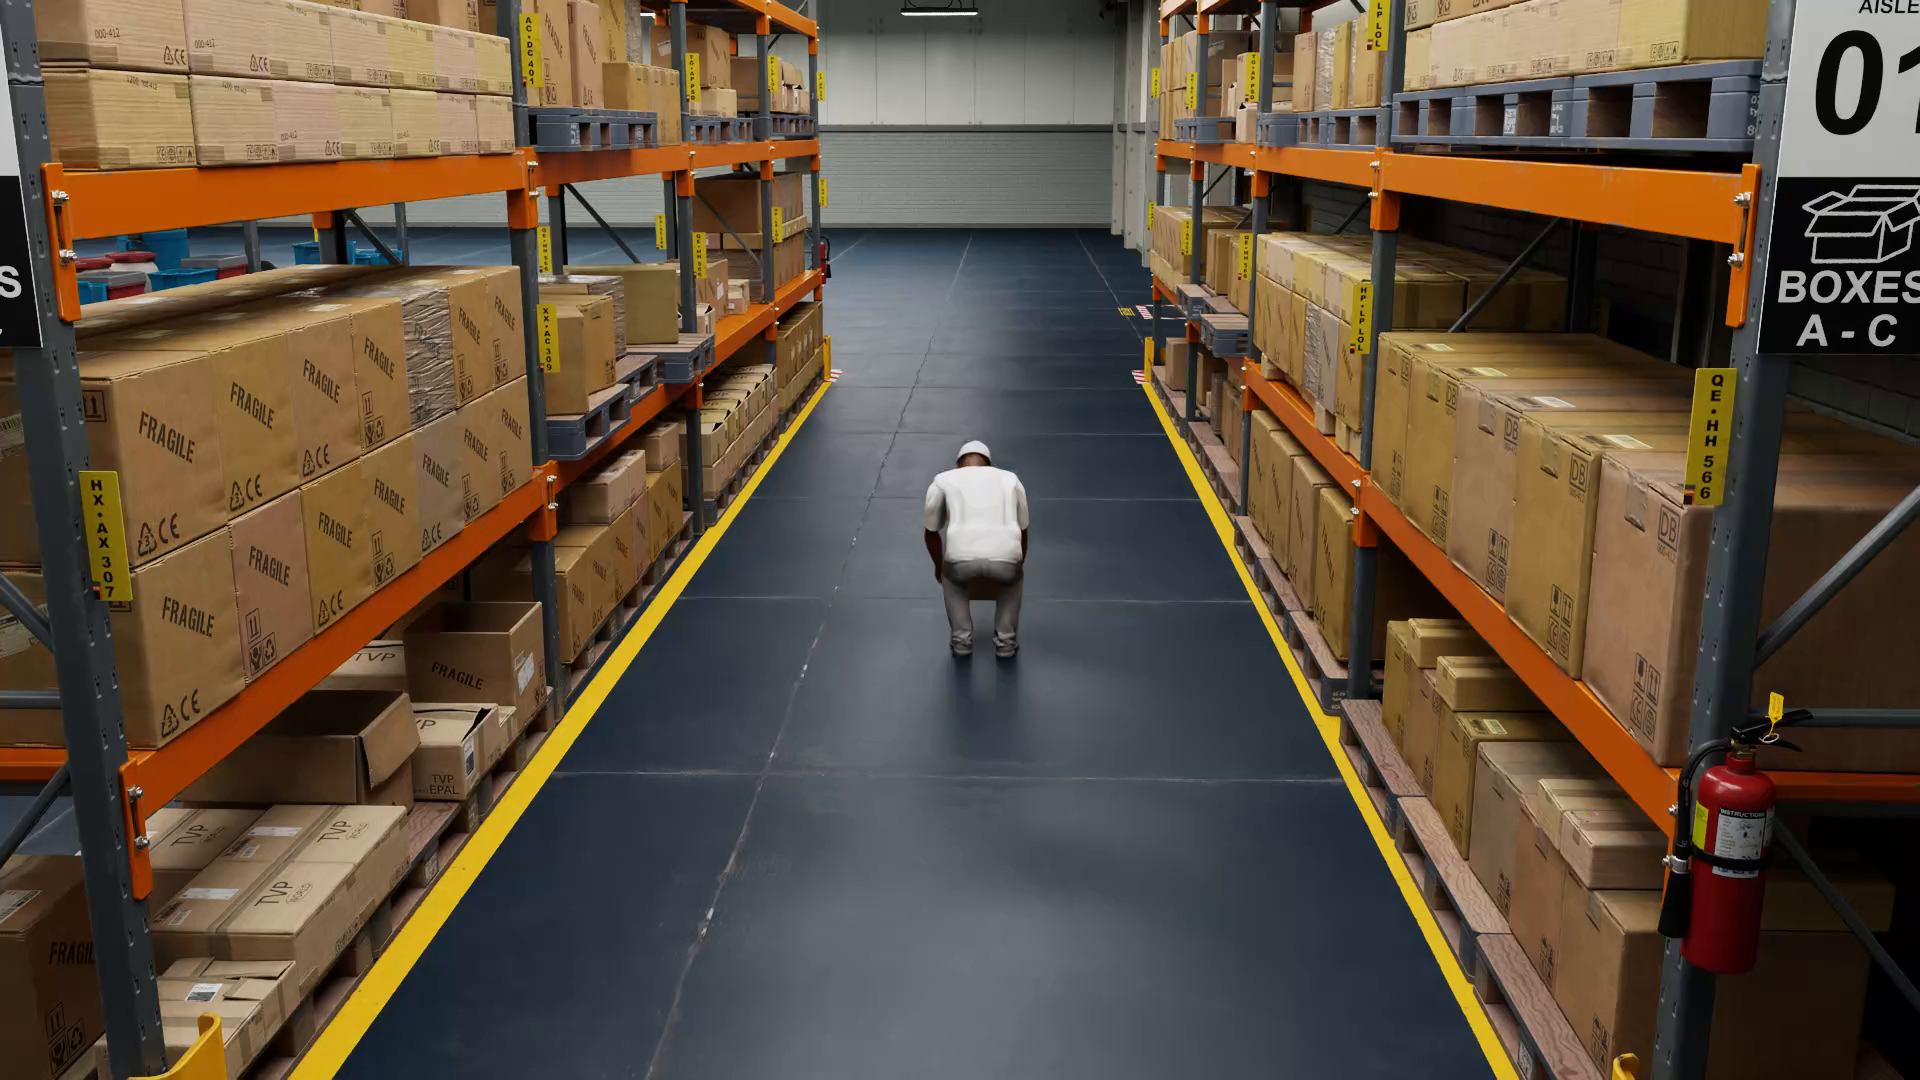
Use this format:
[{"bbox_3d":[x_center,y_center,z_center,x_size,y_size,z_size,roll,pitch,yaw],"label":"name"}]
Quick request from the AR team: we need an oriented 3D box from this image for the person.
[{"bbox_3d":[0.088,0.056,9.506,0.612,1.156,0.852,0,14,1],"label":"person"}]
